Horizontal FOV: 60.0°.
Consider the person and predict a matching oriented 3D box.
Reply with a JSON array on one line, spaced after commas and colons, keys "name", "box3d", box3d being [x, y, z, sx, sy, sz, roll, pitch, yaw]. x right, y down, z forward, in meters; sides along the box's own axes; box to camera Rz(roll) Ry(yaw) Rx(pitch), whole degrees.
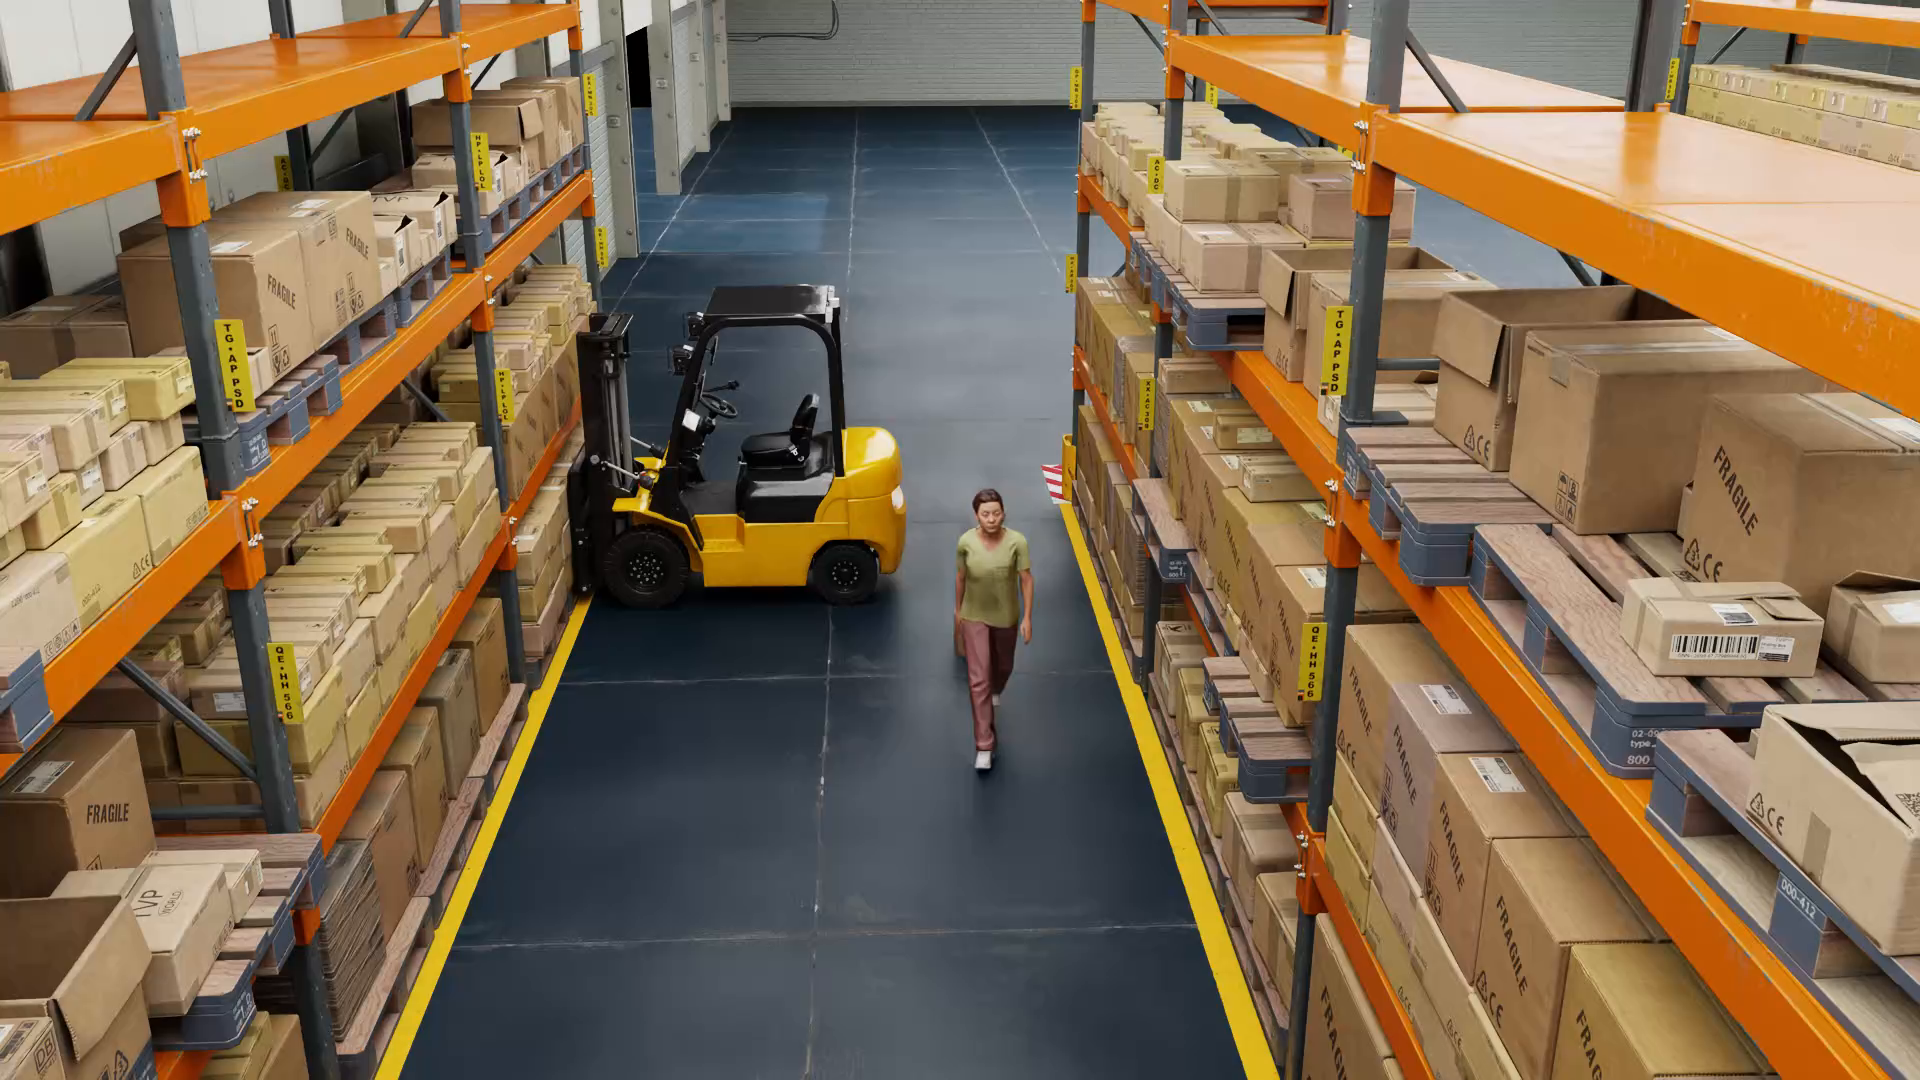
[{"name": "person", "box3d": [0.202, 0.447, 9.902, 0.458, 1.624, 1.013, -1, 20, -2]}]
